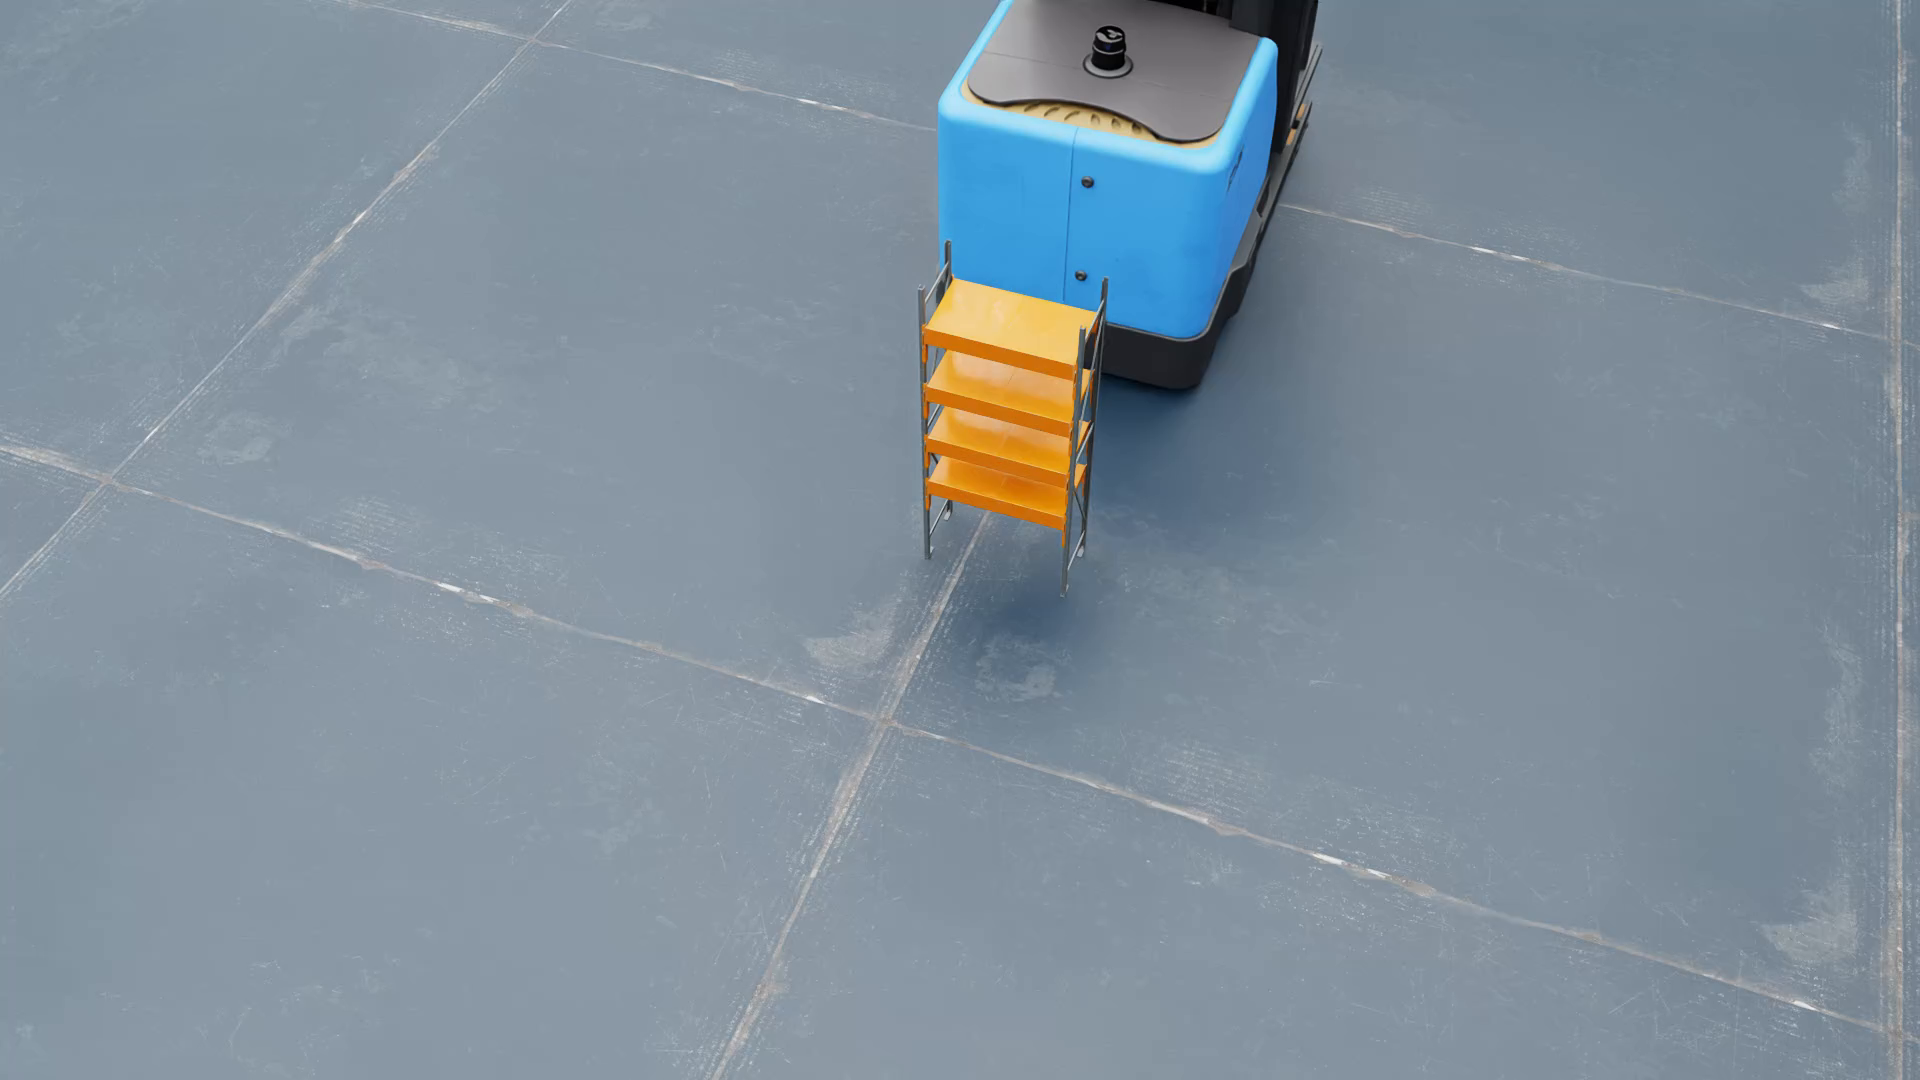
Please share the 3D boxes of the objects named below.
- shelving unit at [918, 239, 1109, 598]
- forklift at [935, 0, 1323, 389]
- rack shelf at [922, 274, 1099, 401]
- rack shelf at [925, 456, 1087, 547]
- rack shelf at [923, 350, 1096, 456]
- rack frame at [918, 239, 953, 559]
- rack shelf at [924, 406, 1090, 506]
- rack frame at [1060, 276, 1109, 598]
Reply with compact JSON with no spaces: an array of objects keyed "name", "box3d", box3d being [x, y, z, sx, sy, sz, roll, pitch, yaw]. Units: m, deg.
[{"name":"shelving unit","box3d":[0.155,-0.350,5.259,0.503,1.200,0.258,16,51,13]},{"name":"forklift","box3d":[0.887,-2.657,6.113,1.130,2.935,3.031,15,51,13]},{"name":"rack shelf","box3d":[0.155,-0.607,4.962,0.480,0.148,0.258,16,51,13]},{"name":"rack shelf","box3d":[0.155,-0.176,5.460,0.480,0.148,0.258,16,51,13]},{"name":"rack shelf","box3d":[0.155,-0.452,5.141,0.480,0.148,0.258,16,51,13]},{"name":"rack frame","box3d":[-0.074,-0.414,5.314,0.015,1.200,0.240,16,51,13]},{"name":"rack shelf","box3d":[0.155,-0.306,5.310,0.480,0.148,0.258,16,51,13]},{"name":"rack frame","box3d":[0.384,-0.286,5.204,0.015,1.200,0.240,16,51,13]}]
